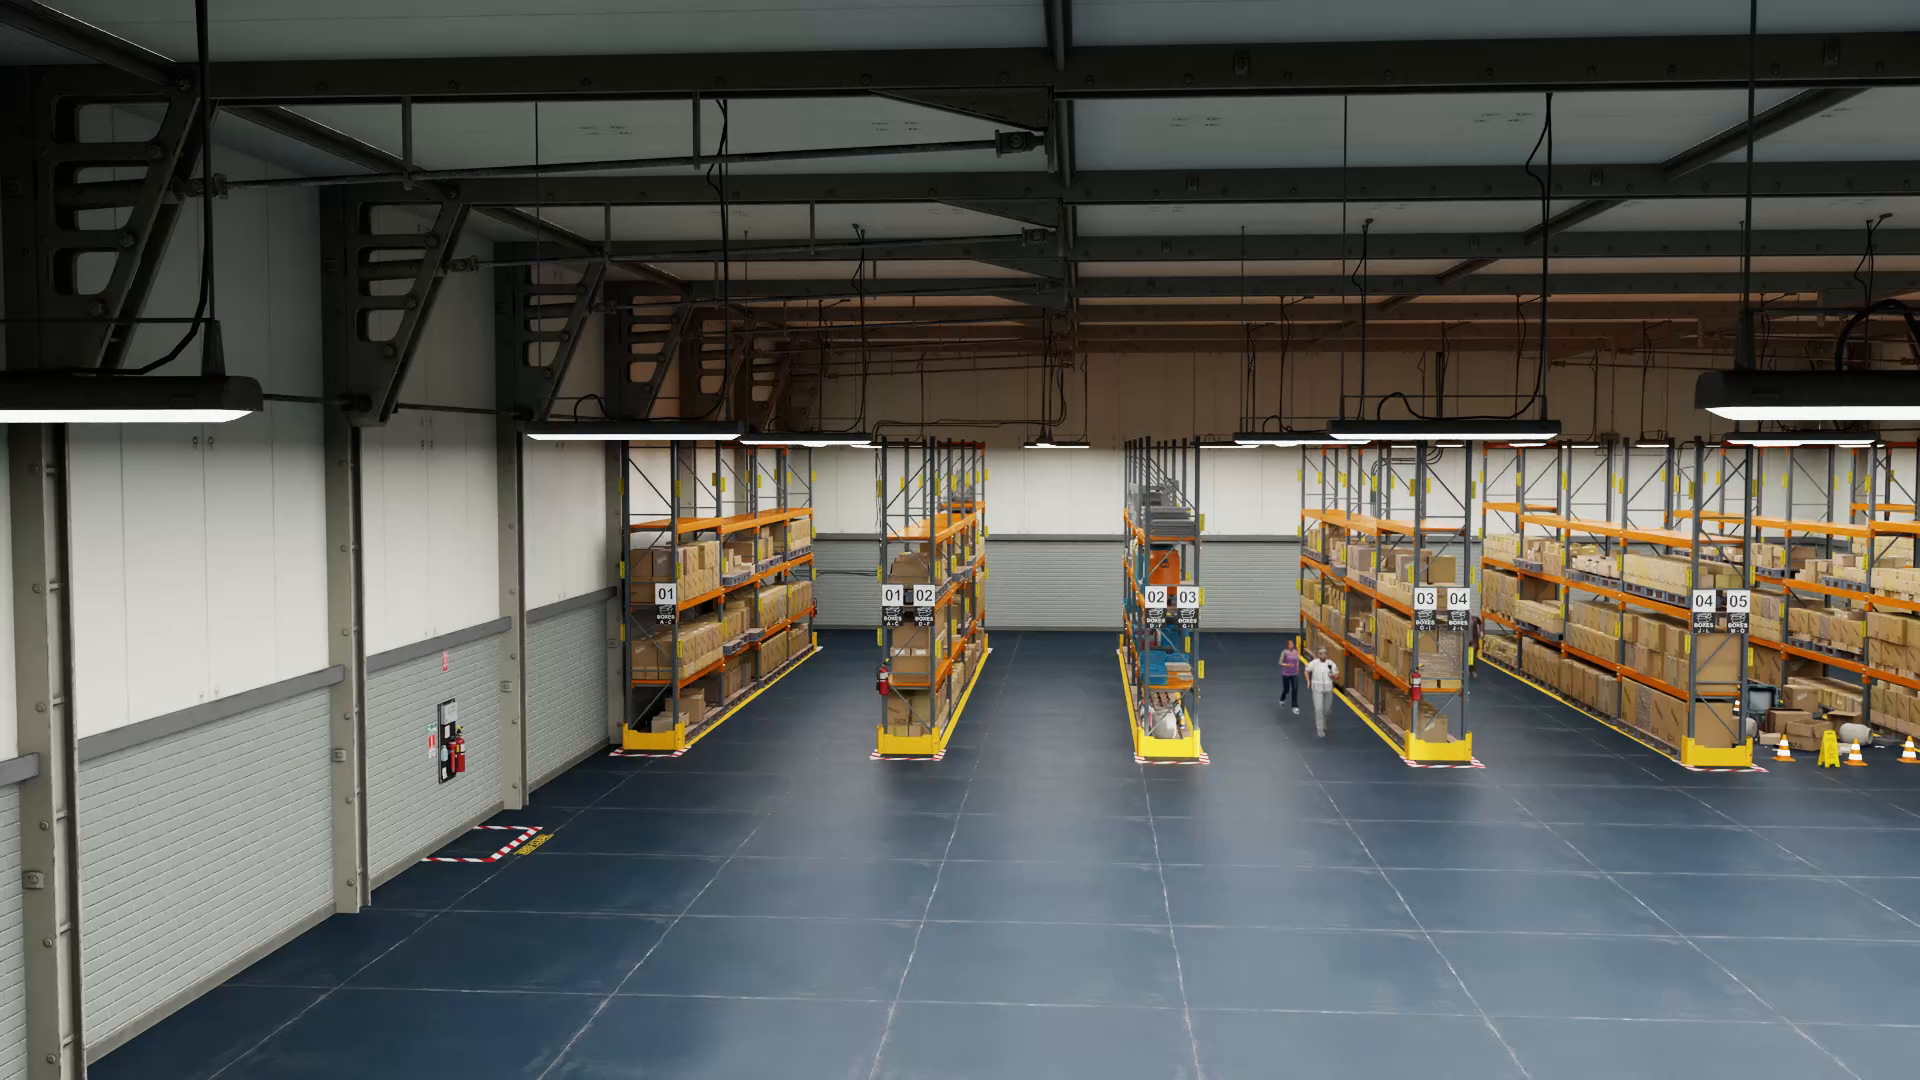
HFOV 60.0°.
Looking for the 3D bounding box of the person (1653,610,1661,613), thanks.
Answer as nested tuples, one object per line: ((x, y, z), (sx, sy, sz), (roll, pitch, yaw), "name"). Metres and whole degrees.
((20.096, 2.326, 47.274), (0.766, 1.804, 0.672), (1, 3, 11), "person")

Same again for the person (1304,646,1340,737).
((7.310, 3.017, 33.533), (0.662, 1.771, 0.986), (0, 3, 1), "person")

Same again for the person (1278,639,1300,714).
((7.201, 2.952, 36.268), (0.545, 1.580, 0.873), (-1, 3, -10), "person")

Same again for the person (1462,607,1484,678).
((12.919, 2.657, 42.144), (0.731, 1.566, 1.116), (1, 3, 10), "person")
